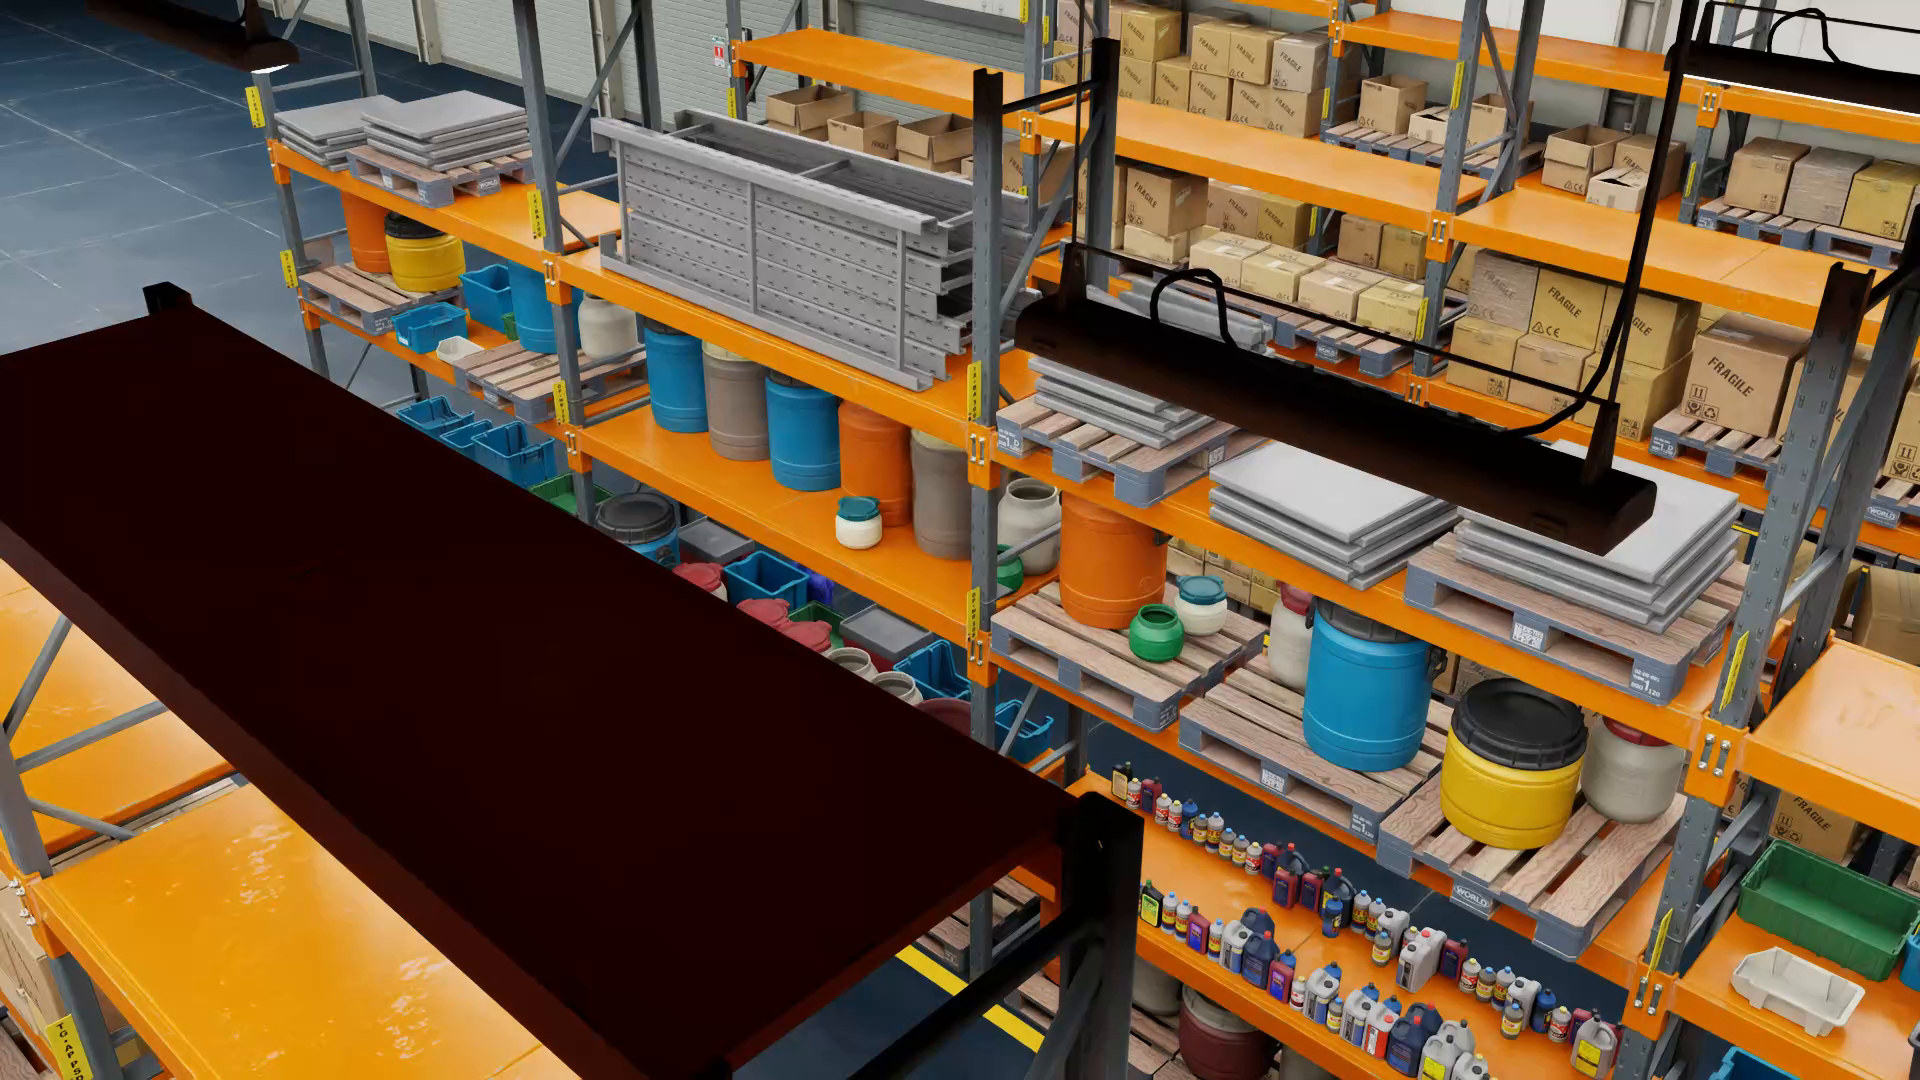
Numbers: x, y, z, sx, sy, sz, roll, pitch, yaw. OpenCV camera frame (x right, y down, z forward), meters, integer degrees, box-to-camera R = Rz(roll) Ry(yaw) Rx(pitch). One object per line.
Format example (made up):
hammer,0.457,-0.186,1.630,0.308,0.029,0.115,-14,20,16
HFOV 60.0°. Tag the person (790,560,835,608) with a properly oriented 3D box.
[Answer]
person,-1.037,0.603,13.145,1.036,1.518,0.469,-12,32,-20
